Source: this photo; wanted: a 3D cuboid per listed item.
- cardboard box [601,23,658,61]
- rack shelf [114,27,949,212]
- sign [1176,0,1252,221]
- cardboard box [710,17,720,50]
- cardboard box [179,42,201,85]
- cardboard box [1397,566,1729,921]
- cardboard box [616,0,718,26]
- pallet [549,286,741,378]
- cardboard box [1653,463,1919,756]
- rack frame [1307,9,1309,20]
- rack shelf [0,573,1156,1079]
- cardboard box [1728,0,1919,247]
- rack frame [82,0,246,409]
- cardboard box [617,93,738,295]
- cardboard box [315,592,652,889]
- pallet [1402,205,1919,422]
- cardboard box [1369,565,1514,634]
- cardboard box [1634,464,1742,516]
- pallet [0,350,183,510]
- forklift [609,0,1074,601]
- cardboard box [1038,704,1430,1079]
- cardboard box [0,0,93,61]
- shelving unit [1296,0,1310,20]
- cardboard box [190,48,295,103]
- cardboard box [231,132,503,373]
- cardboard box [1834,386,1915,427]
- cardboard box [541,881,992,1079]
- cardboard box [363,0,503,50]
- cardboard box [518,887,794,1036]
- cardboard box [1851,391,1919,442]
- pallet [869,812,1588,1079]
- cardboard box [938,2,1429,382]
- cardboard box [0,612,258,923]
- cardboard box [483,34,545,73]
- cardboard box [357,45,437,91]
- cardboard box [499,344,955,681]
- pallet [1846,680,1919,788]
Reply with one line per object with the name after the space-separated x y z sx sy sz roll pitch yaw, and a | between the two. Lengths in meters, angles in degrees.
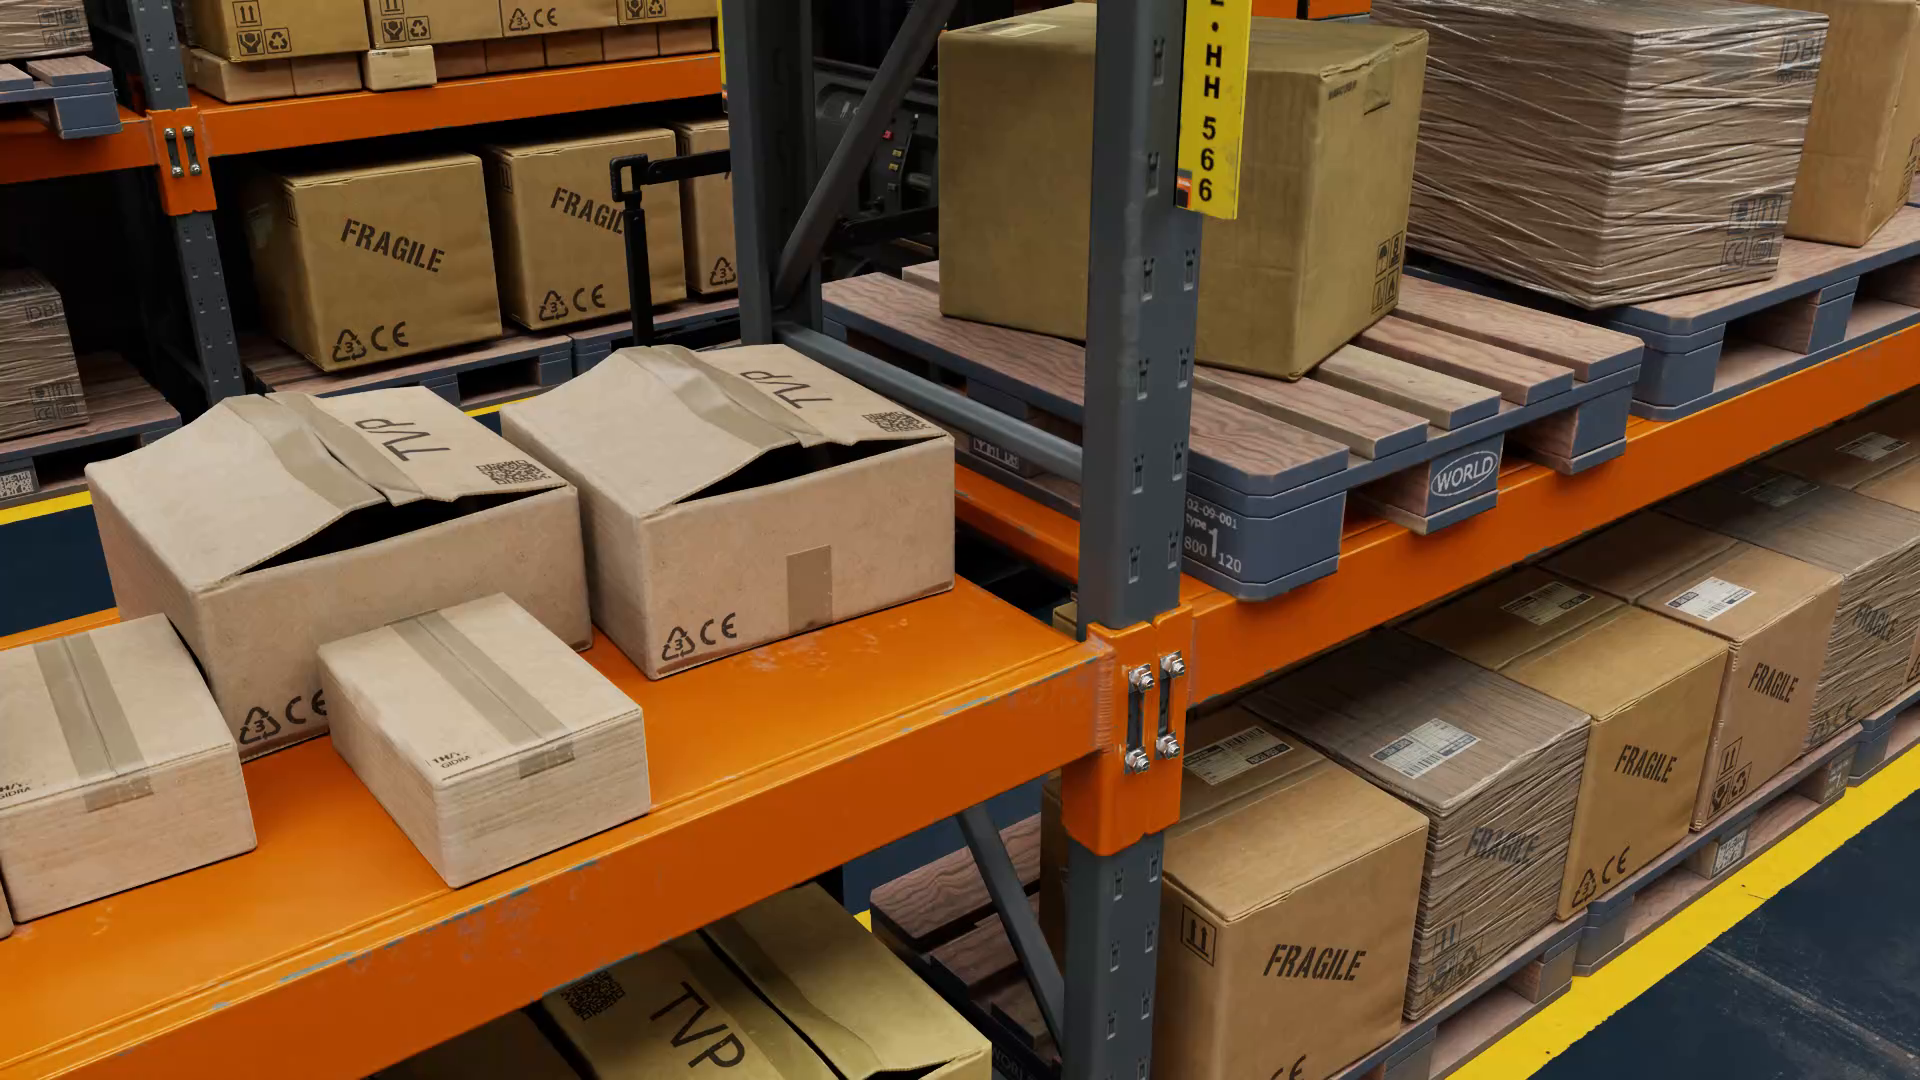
-1.496 -2.159 7.113 0.250 0.149 0.380 -18 30 -34 | cardboard box
-1.524 -2.046 7.450 4.000 0.370 1.077 -18 31 -34 | rack shelf
0.307 -0.555 2.008 0.005 0.325 0.100 -18 31 -34 | sign
-1.069 -2.290 7.396 0.250 0.149 0.380 -19 31 -35 | cardboard box
-3.000 -1.918 6.593 0.250 0.149 0.380 -18 30 -33 | cardboard box
1.302 0.431 3.704 0.500 0.500 0.500 -19 31 -35 | cardboard box
-1.344 -2.483 7.041 0.500 0.500 0.500 -17 30 -33 | cardboard box
-1.472 -1.083 7.833 1.213 0.211 1.003 -18 31 -34 | pallet
2.109 0.161 4.286 0.500 0.500 0.500 -18 30 -33 | cardboard box
1.067 -1.332 6.125 0.015 2.100 0.400 -20 31 -36 | rack frame
-1.612 0.633 1.678 4.000 0.370 1.077 -18 31 -34 | rack shelf
1.757 -1.008 3.742 0.700 0.500 0.500 18 30 33 | cardboard box
-3.098 -1.853 6.179 0.127 3.000 1.000 -18 31 -34 | rack frame
-1.079 -1.664 7.826 0.750 0.750 0.750 -17 30 -33 | cardboard box
-0.576 0.226 1.998 0.250 0.149 0.380 -18 31 -34 | cardboard box
1.489 -0.633 3.778 1.213 0.211 1.003 -18 31 -34 | pallet
0.960 0.266 4.060 0.500 0.500 0.500 -20 31 -36 | cardboard box
1.767 -0.003 4.640 0.500 0.500 0.500 -18 30 -33 | cardboard box
-3.714 -0.386 6.330 1.213 0.211 1.003 -18 31 -34 | pallet
-0.476 -1.161 4.769 3.031 2.935 1.130 -20 31 -36 | forklift
0.496 0.698 3.130 0.500 0.500 0.500 -17 30 -32 | cardboard box
-3.462 -1.972 5.796 0.500 0.500 0.700 -23 33 -40 | cardboard box
0.881 -1.265 5.982 0.503 2.100 0.431 -20 31 -36 | shelving unit
-2.696 -1.757 6.247 0.250 0.149 0.380 -19 31 -35 | cardboard box
-2.439 -1.216 6.861 0.750 0.750 0.750 -19 31 -35 | cardboard box
2.578 -0.273 5.221 0.500 0.500 0.500 -20 31 -36 | cardboard box
-0.299 0.807 2.549 0.500 0.311 0.500 -17 30 -33 | cardboard box
-2.140 -2.217 6.467 0.500 0.500 0.500 -17 30 -32 | cardboard box
-0.632 0.628 2.934 0.500 0.311 0.500 -17 30 -32 | cardboard box
2.898 -0.095 4.837 0.500 0.500 0.500 -18 31 -34 | cardboard box
0.572 0.871 3.624 1.213 0.211 1.003 -18 31 -34 | pallet
0.388 -0.650 2.969 0.700 0.500 0.500 15 29 29 | cardboard box
-1.007 0.251 1.944 0.250 0.149 0.380 -16 29 -30 | cardboard box
-1.910 -2.037 6.850 0.250 0.149 0.380 -17 30 -33 | cardboard box
-2.231 -1.860 6.470 0.250 0.149 0.380 -17 30 -32 | cardboard box
-0.352 -0.092 2.492 0.500 0.311 0.500 -16 29 -31 | cardboard box
2.492 0.237 4.989 1.213 0.211 1.003 -18 31 -34 | pallet
